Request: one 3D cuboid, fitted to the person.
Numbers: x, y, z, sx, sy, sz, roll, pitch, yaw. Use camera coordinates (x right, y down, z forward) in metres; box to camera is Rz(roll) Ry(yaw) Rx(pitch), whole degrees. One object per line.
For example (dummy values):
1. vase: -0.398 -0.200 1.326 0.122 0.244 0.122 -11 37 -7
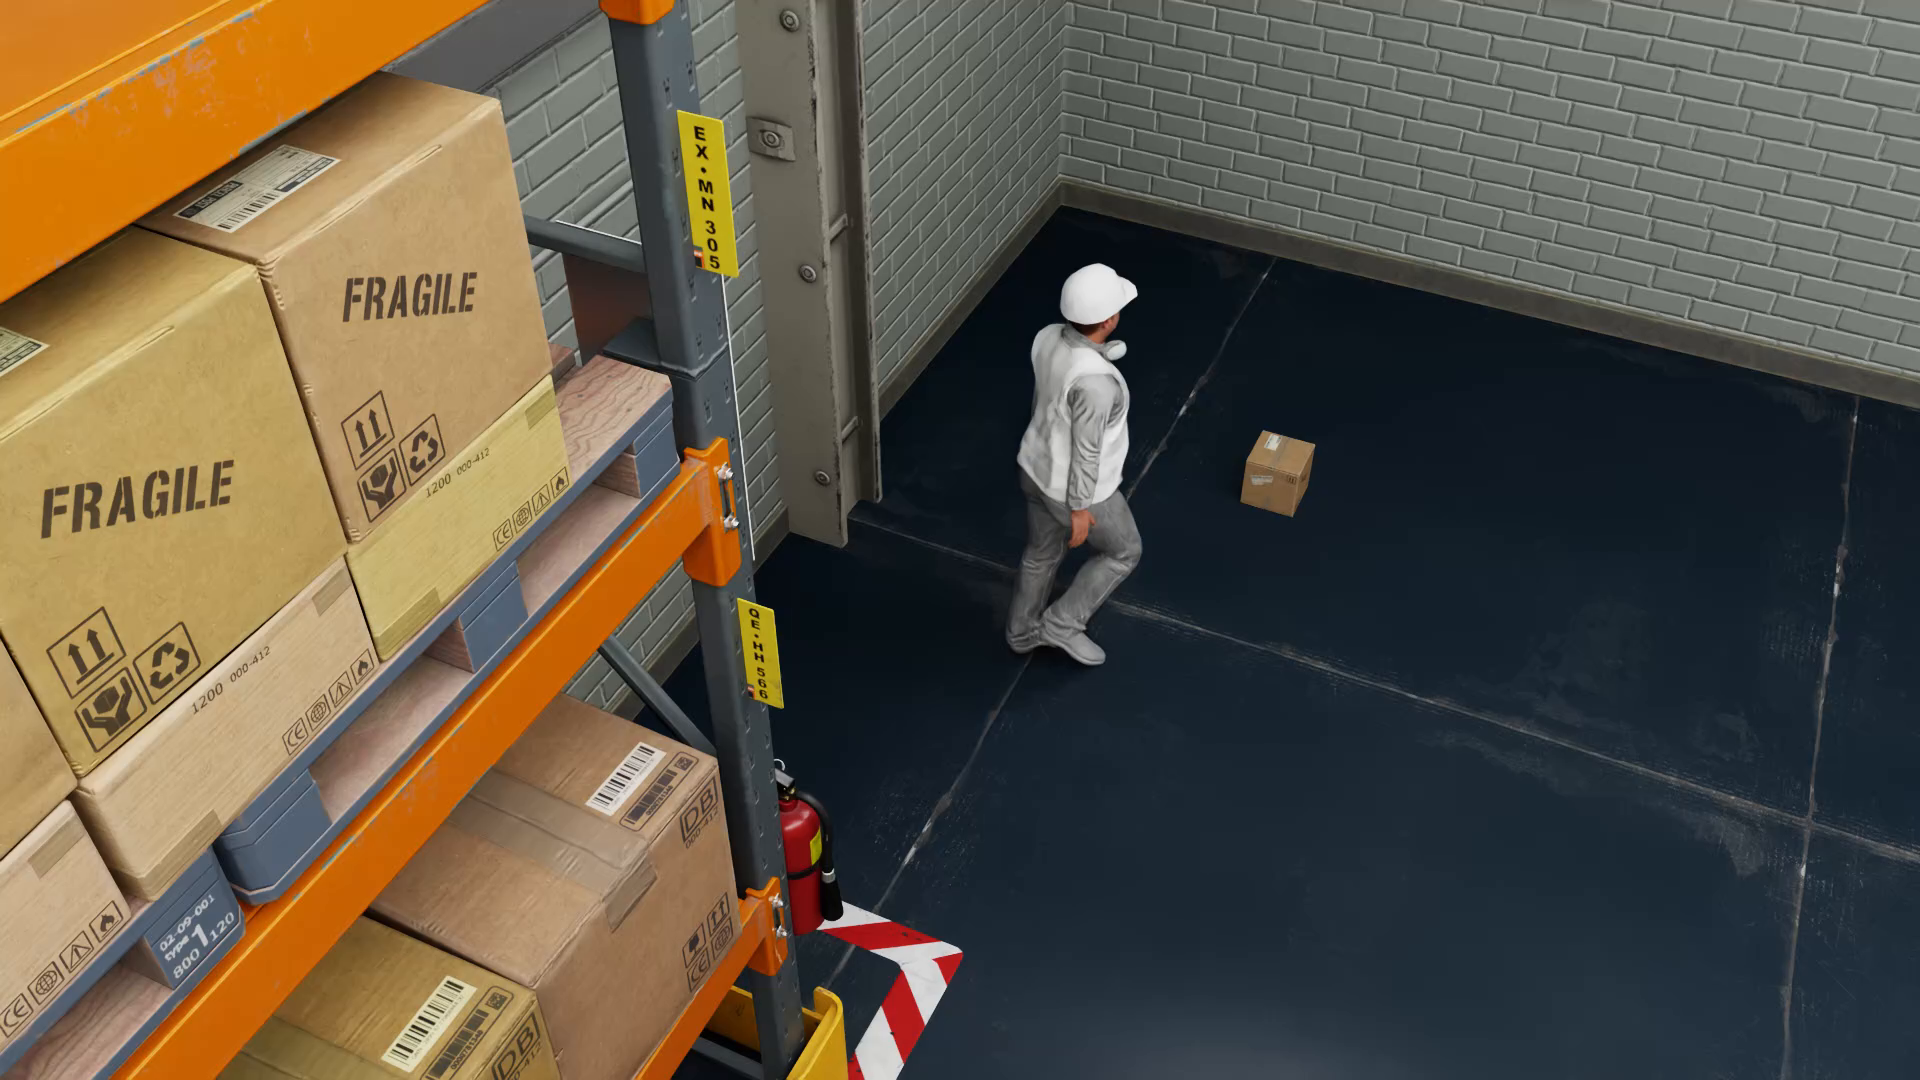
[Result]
1. person: 0.420 -0.266 6.412 0.514 1.758 0.566 -18 45 -20
